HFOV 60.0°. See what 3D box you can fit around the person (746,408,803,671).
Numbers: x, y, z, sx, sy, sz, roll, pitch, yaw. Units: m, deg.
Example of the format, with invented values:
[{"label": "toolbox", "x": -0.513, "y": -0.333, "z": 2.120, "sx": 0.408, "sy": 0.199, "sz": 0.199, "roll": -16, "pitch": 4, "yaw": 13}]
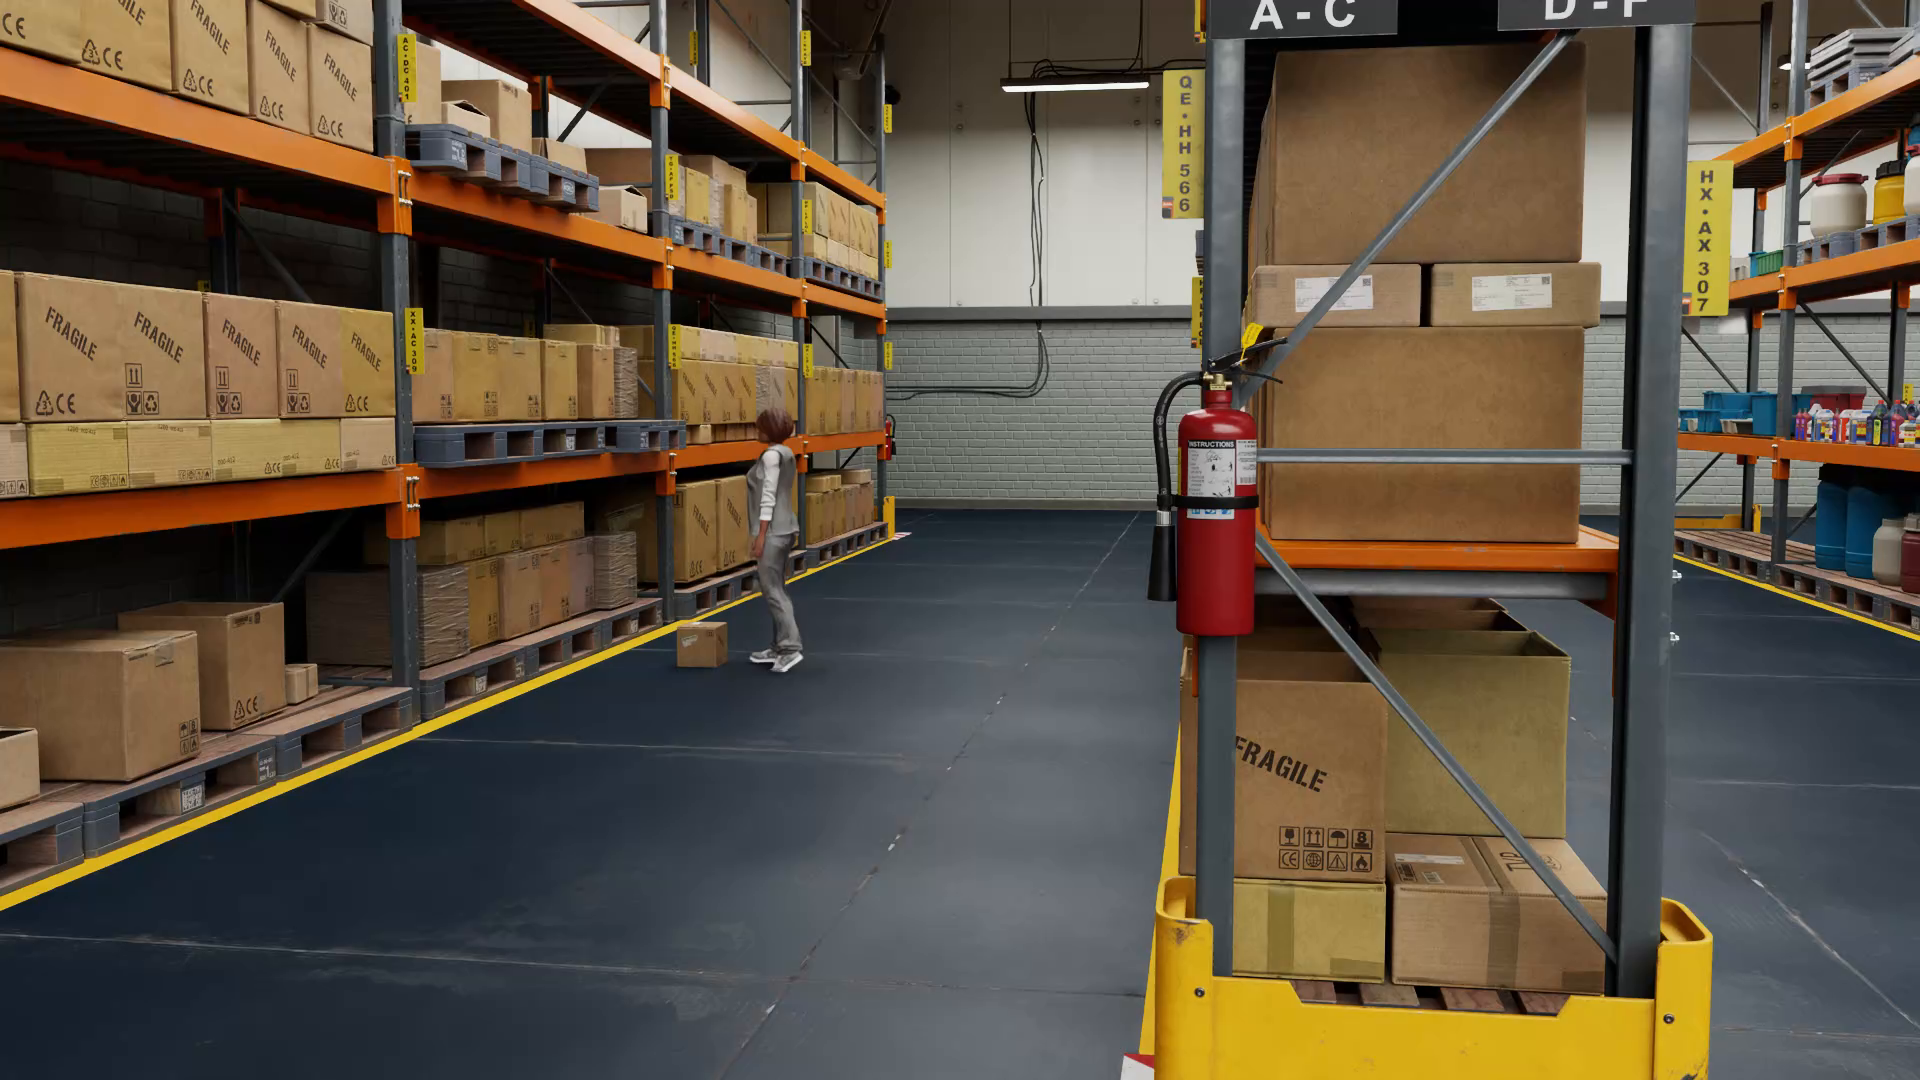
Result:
[{"label": "person", "x": -1.143, "y": 0.015, "z": 10.263, "sx": 0.408, "sy": 1.662, "sz": 0.414, "roll": 1, "pitch": 5, "yaw": 10}]
